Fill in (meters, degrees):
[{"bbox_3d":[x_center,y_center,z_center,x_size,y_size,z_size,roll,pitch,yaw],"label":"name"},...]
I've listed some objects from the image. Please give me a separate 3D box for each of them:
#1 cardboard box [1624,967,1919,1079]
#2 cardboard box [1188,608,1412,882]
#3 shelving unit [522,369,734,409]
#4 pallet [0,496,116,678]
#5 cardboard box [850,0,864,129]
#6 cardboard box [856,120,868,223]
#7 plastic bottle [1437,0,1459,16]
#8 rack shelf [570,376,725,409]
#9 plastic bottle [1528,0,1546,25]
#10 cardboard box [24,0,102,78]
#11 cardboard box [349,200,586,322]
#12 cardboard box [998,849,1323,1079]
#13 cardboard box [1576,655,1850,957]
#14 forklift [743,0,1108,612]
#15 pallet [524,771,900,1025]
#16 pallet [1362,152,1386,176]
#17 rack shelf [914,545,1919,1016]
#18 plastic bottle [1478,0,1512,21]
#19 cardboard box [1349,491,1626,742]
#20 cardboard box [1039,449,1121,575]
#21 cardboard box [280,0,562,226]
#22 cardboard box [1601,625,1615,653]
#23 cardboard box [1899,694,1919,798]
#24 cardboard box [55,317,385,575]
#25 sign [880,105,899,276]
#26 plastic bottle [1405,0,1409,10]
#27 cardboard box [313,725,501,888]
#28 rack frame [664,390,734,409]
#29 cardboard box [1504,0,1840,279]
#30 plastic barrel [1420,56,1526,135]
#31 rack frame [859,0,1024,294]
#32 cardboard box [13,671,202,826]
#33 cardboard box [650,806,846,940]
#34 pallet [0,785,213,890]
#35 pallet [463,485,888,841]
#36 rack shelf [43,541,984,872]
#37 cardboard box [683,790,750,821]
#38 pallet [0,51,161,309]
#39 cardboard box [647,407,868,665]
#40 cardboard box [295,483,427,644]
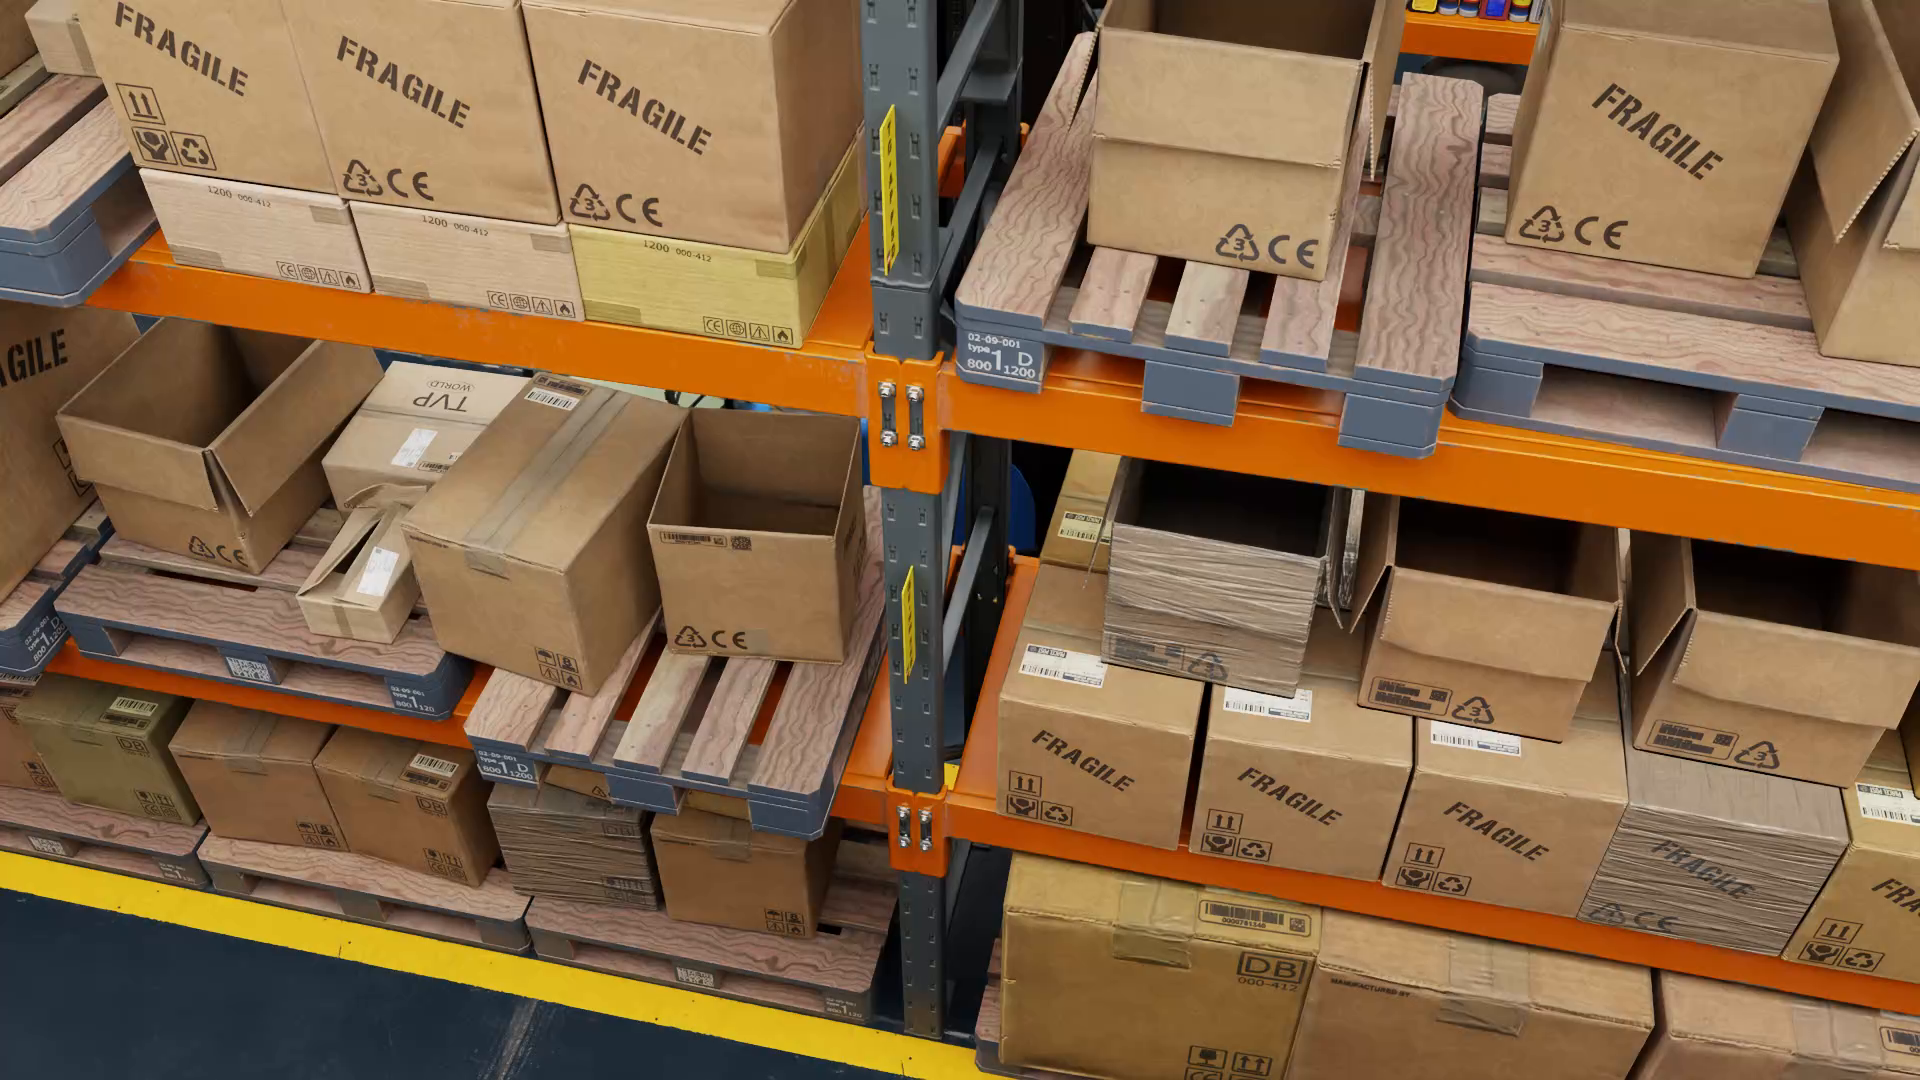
[{"bbox_3d":[2.388,1.230,4.999,0.875,0.875,1.225,7,44,8],"label":"cardboard box"},{"bbox_3d":[0.904,0.526,4.428,0.500,0.500,0.500,8,44,8],"label":"cardboard box"},{"bbox_3d":[-1.374,-0.688,6.844,0.755,1.500,0.431,20,47,20],"label":"shelving unit"},{"bbox_3d":[-3.204,-0.095,5.284,1.213,0.211,1.003,9,45,9],"label":"pallet"},{"bbox_3d":[-0.417,-1.314,3.817,0.500,0.500,0.500,9,45,9],"label":"cardboard box"},{"bbox_3d":[-0.417,-1.042,4.075,0.500,0.250,0.500,10,45,10],"label":"cardboard box"},{"bbox_3d":[2.333,-2.632,7.874,0.097,0.271,0.097,0,44,0],"label":"plastic bottle"},{"bbox_3d":[-1.374,-0.454,7.070,0.720,0.370,0.431,20,47,20],"label":"rack shelf"},{"bbox_3d":[2.772,-2.585,7.822,0.135,0.276,0.152,9,45,9],"label":"plastic bottle"},{"bbox_3d":[-2.066,-1.310,4.110,0.250,0.166,0.380,8,44,8],"label":"cardboard box"},{"bbox_3d":[-1.019,-0.771,3.793,0.500,0.250,0.500,9,45,9],"label":"cardboard box"},{"bbox_3d":[0.655,0.961,5.278,0.875,0.875,1.225,7,44,7],"label":"cardboard box"},{"bbox_3d":[1.892,0.678,4.270,0.500,0.500,0.500,9,45,9],"label":"cardboard box"},{"bbox_3d":[0.635,-1.214,6.357,3.031,2.935,1.130,-9,45,-9],"label":"forklift"},{"bbox_3d":[-0.777,1.113,5.901,1.213,0.211,1.003,9,45,9],"label":"pallet"},{"bbox_3d":[1.846,-2.028,9.165,1.213,0.211,1.003,9,45,9],"label":"pallet"},{"bbox_3d":[1.937,0.790,4.745,4.000,0.370,1.077,9,45,9],"label":"rack shelf"},{"bbox_3d":[2.537,-2.592,7.824,0.133,0.283,0.061,9,45,9],"label":"plastic bottle"},{"bbox_3d":[1.331,0.053,4.197,0.637,0.503,0.797,10,45,10],"label":"cardboard box"},{"bbox_3d":[0.521,0.099,4.872,0.500,0.500,0.500,10,45,10],"label":"cardboard box"},{"bbox_3d":[-1.037,-1.042,3.534,0.500,0.500,0.500,9,45,9],"label":"cardboard box"},{"bbox_3d":[1.514,0.255,4.710,0.500,0.500,0.500,7,44,8],"label":"cardboard box"},{"bbox_3d":[2.597,0.233,4.009,0.637,0.503,0.797,9,45,10],"label":"cardboard box"},{"bbox_3d":[-2.206,-0.366,5.050,0.637,0.503,0.797,13,45,13],"label":"cardboard box"},{"bbox_3d":[-0.135,-0.672,3.210,0.005,0.325,0.100,9,45,9],"label":"sign"},{"bbox_3d":[2.108,-2.642,7.935,0.097,0.201,0.097,0,44,0],"label":"plastic bottle"},{"bbox_3d":[-1.771,0.725,5.779,0.500,0.500,0.700,12,45,12],"label":"cardboard box"},{"bbox_3d":[-1.050,-0.570,6.721,0.023,1.500,0.400,20,47,20],"label":"rack frame"},{"bbox_3d":[1.458,-0.925,3.471,0.500,0.500,0.500,11,45,11],"label":"cardboard box"},{"bbox_3d":[2.650,-2.173,8.741,0.708,0.588,0.600,9,45,9],"label":"plastic barrel"},{"bbox_3d":[-0.014,-1.934,2.730,0.127,3.000,1.000,9,45,9],"label":"rack frame"},{"bbox_3d":[-2.862,0.557,5.954,0.500,0.500,0.700,9,45,9],"label":"cardboard box"},{"bbox_3d":[-0.673,0.882,5.616,0.500,0.500,0.700,7,44,7],"label":"cardboard box"},{"bbox_3d":[-3.158,0.744,6.285,1.213,0.211,1.003,9,45,9],"label":"pallet"},{"bbox_3d":[-0.733,0.261,4.914,1.003,0.211,1.213,9,45,9],"label":"pallet"},{"bbox_3d":[-1.966,0.184,5.374,4.000,0.370,1.077,9,45,9],"label":"rack shelf"},{"bbox_3d":[-0.675,0.619,5.349,0.500,0.250,0.500,11,45,11],"label":"cardboard box"},{"bbox_3d":[-2.326,-1.070,4.132,1.003,0.211,1.213,9,45,9],"label":"pallet"},{"bbox_3d":[-0.550,-0.014,4.687,0.500,0.500,0.500,4,44,4],"label":"cardboard box"},{"bbox_3d":[-1.701,0.055,4.784,0.258,0.266,0.396,8,44,8],"label":"cardboard box"}]
